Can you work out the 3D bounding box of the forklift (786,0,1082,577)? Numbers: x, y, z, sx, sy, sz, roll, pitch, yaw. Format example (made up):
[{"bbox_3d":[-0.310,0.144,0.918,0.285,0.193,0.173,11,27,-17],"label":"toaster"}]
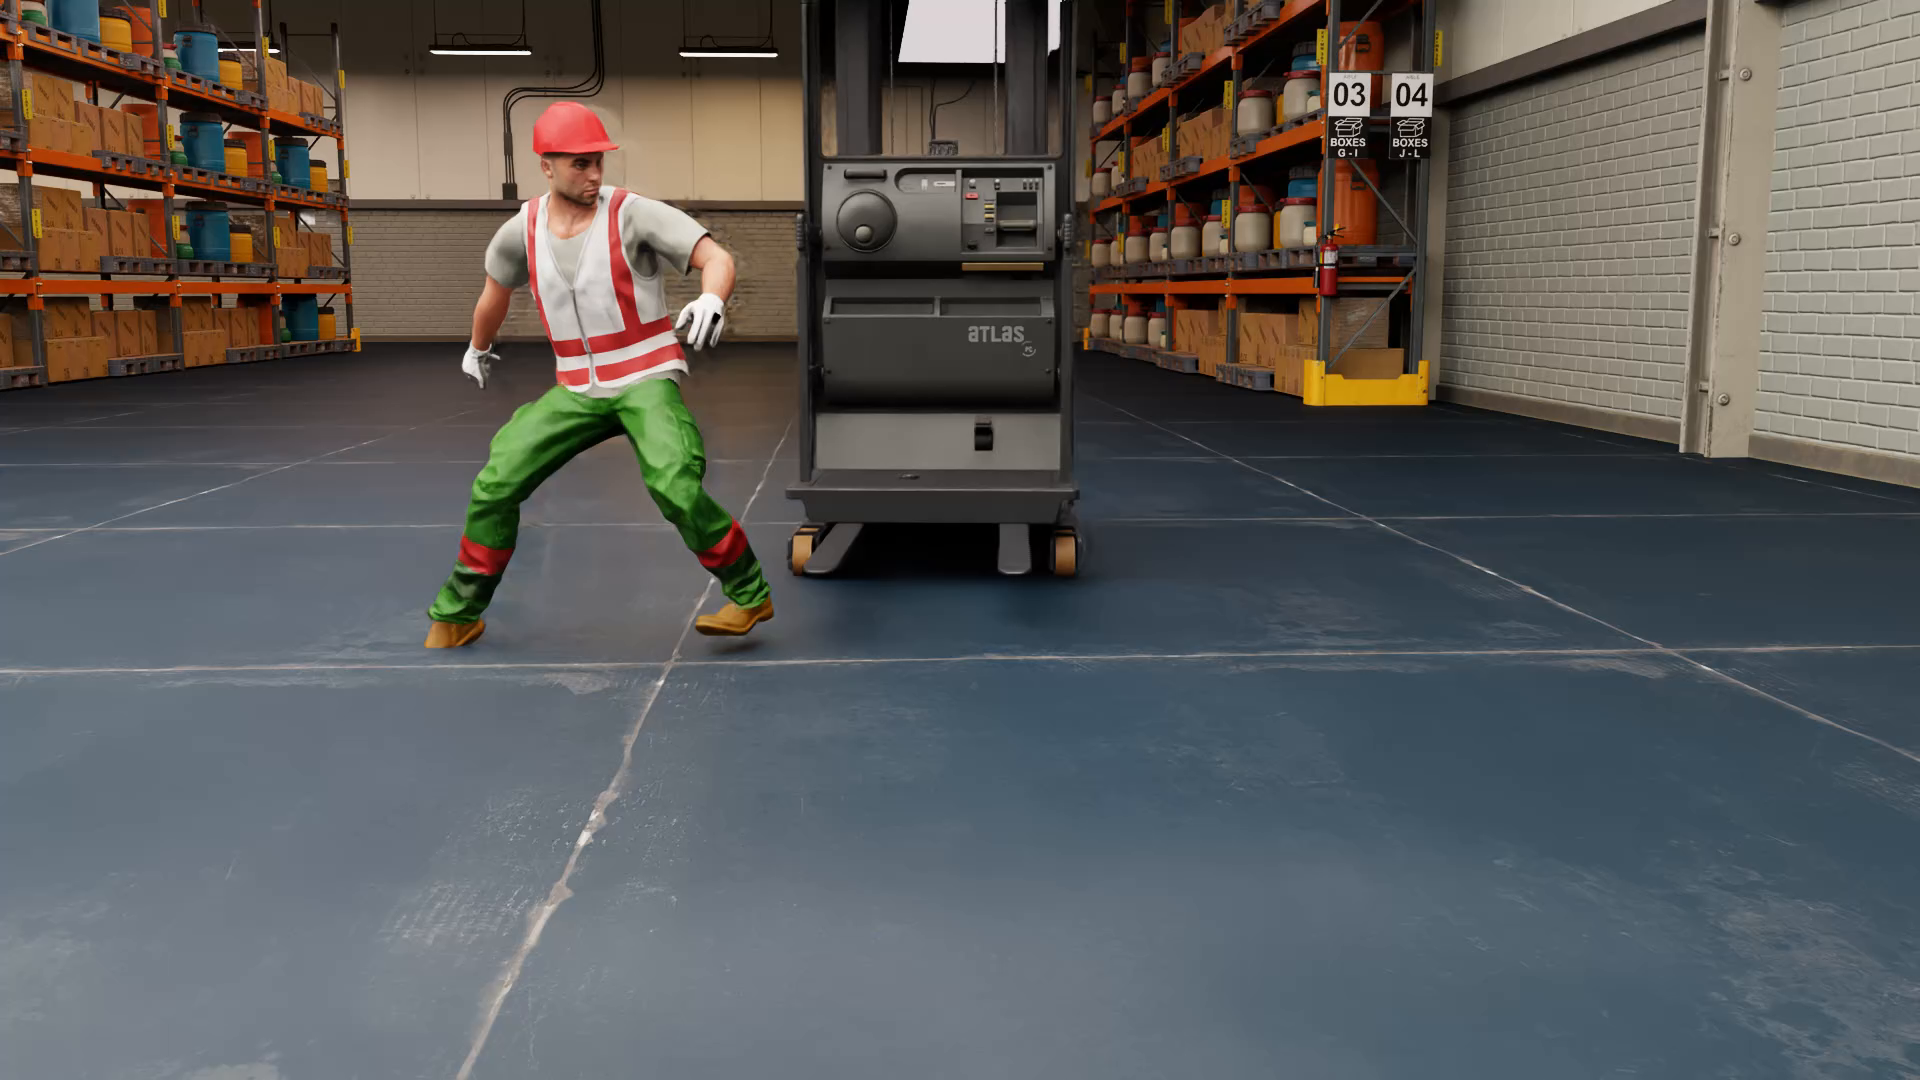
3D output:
[{"bbox_3d":[-0.088,-1.351,6.430,1.130,2.935,3.031,0,8,2],"label":"forklift"}]

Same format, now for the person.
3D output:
[{"bbox_3d":[-1.131,-0.418,5.016,1.128,1.732,0.579,3,9,19],"label":"person"}]
